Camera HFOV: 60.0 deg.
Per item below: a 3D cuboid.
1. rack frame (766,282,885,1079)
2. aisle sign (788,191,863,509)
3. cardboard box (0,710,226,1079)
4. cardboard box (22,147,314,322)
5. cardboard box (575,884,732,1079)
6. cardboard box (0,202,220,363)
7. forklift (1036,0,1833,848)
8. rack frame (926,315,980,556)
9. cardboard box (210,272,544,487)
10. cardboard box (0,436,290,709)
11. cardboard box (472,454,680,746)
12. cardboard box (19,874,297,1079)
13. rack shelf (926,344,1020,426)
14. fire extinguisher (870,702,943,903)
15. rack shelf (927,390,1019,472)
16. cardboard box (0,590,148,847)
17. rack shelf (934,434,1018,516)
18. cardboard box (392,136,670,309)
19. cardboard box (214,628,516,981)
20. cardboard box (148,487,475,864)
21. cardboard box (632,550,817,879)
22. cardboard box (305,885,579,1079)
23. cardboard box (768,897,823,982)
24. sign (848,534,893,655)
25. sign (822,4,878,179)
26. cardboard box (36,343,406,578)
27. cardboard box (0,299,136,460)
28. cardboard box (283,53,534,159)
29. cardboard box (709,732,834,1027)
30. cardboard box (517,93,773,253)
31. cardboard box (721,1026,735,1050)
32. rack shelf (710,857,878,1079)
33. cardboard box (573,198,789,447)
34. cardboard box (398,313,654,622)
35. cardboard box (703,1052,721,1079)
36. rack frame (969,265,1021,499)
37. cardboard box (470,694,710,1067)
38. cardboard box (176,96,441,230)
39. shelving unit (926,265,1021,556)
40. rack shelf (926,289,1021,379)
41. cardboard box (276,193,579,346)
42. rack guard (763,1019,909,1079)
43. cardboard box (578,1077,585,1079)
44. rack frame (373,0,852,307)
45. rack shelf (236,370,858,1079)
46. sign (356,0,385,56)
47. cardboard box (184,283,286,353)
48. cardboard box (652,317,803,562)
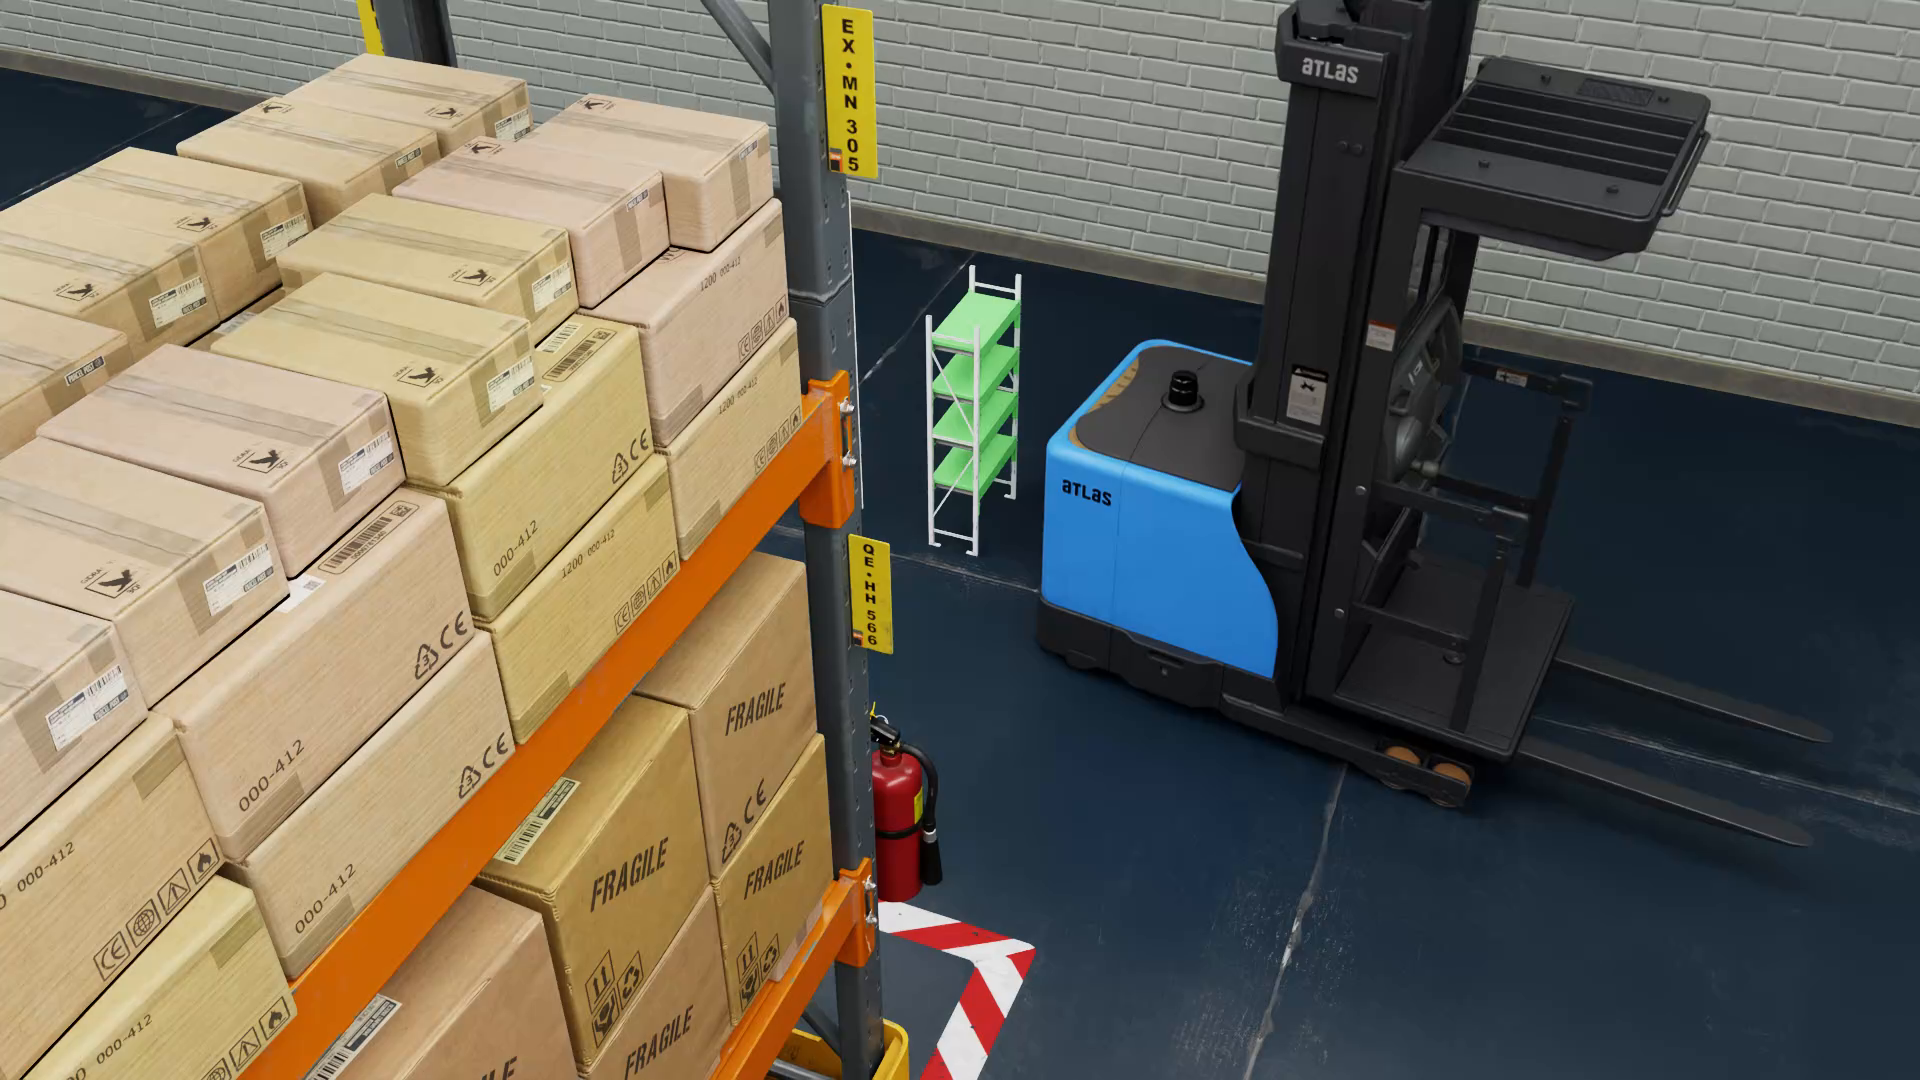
[{"bbox_3d":[-0.711,0.581,4.467,1.000,3.000,0.127,14,39,18],"label":"rack frame"},{"bbox_3d":[-0.406,-0.432,3.651,0.394,0.787,0.004,14,39,18],"label":"aisle sign"},{"bbox_3d":[-1.245,0.396,1.917,0.500,0.250,0.500,12,38,16],"label":"cardboard box"},{"bbox_3d":[-1.329,-0.522,2.812,0.380,0.149,0.250,14,39,18],"label":"cardboard box"},{"bbox_3d":[-0.845,1.013,3.557,0.500,0.500,0.500,13,39,17],"label":"cardboard box"},{"bbox_3d":[-1.422,-0.388,2.632,0.380,0.149,0.250,14,39,18],"label":"cardboard box"},{"bbox_3d":[1.864,-0.516,5.992,3.031,2.935,1.130,18,41,23],"label":"forklift"},{"bbox_3d":[-0.030,-0.437,7.333,0.240,1.200,0.015,14,39,18],"label":"rack frame"},{"bbox_3d":[-0.847,-0.242,2.437,0.380,0.149,0.250,14,39,18],"label":"cardboard box"},{"bbox_3d":[-1.082,0.033,2.070,0.380,0.149,0.250,15,39,19],"label":"cardboard box"},{"bbox_3d":[-0.827,0.036,2.816,0.500,0.250,0.500,14,39,18],"label":"cardboard box"},{"bbox_3d":[-1.212,0.606,2.053,0.500,0.250,0.500,16,40,20],"label":"cardboard box"},{"bbox_3d":[0.063,-0.713,7.408,0.258,0.148,0.480,14,39,18],"label":"rack shelf"},{"bbox_3d":[-0.188,0.727,4.648,0.296,0.674,0.183,14,39,18],"label":"fire extinguisher"},{"bbox_3d":[0.063,-0.521,7.552,0.258,0.148,0.480,14,39,18],"label":"rack shelf"},{"bbox_3d":[-1.172,0.178,1.876,0.380,0.149,0.250,13,39,16],"label":"cardboard box"},{"bbox_3d":[0.063,-0.329,7.695,0.258,0.148,0.480,14,39,18],"label":"rack shelf"},{"bbox_3d":[-0.730,-0.550,2.850,0.380,0.149,0.250,14,39,18],"label":"cardboard box"},{"bbox_3d":[-1.028,0.308,2.453,0.500,0.250,0.500,16,39,20],"label":"cardboard box"},{"bbox_3d":[-1.042,0.119,2.288,0.500,0.250,0.500,14,39,18],"label":"cardboard box"},{"bbox_3d":[-0.655,0.332,3.634,0.500,0.500,0.500,13,39,17],"label":"cardboard box"},{"bbox_3d":[-1.037,0.902,2.871,0.500,0.500,0.500,16,40,20],"label":"cardboard box"},{"bbox_3d":[-0.574,0.927,4.215,0.380,0.149,0.250,14,39,18],"label":"cardboard box"},{"bbox_3d":[-0.205,0.128,3.842,0.100,0.325,0.005,14,39,18],"label":"sign"},{"bbox_3d":[-0.205,-0.837,3.120,0.100,0.325,0.005,14,39,18],"label":"sign"},{"bbox_3d":[-1.000,-0.115,2.268,0.380,0.149,0.250,13,39,17],"label":"cardboard box"},{"bbox_3d":[-1.423,-0.221,2.409,0.380,0.149,0.250,15,39,19],"label":"cardboard box"},{"bbox_3d":[-1.045,-0.793,3.174,0.380,0.149,0.250,14,39,17],"label":"cardboard box"},{"bbox_3d":[-0.644,0.729,3.937,0.500,0.500,0.500,15,39,19],"label":"cardboard box"},{"bbox_3d":[-0.566,-0.669,3.009,0.380,0.149,0.250,14,39,17],"label":"cardboard box"},{"bbox_3d":[-0.703,1.056,4.042,0.380,0.149,0.250,14,39,18],"label":"cardboard box"},{"bbox_3d":[-1.472,1.977,3.201,1.077,0.370,4.000,14,39,18],"label":"rack shelf"},{"bbox_3d":[-0.651,-0.447,3.045,0.500,0.250,0.500,13,39,16],"label":"cardboard box"},{"bbox_3d":[-0.844,-0.164,2.666,0.500,0.250,0.500,13,39,17],"label":"cardboard box"},{"bbox_3d":[-0.784,1.198,3.851,0.380,0.149,0.250,13,39,17],"label":"cardboard box"},{"bbox_3d":[0.156,-0.707,7.694,0.240,1.200,0.015,14,39,18],"label":"rack frame"},{"bbox_3d":[-0.848,0.612,3.259,0.500,0.500,0.500,13,39,16],"label":"cardboard box"},{"bbox_3d":[-1.158,-0.656,2.991,0.380,0.149,0.250,15,39,20],"label":"cardboard box"},{"bbox_3d":[0.063,-0.572,7.513,0.258,1.200,0.503,14,39,18],"label":"shelving unit"},{"bbox_3d":[0.063,-0.906,7.264,0.258,0.148,0.480,14,39,18],"label":"rack shelf"},{"bbox_3d":[-0.847,-0.413,2.666,0.380,0.149,0.250,13,39,16],"label":"cardboard box"},{"bbox_3d":[-0.740,1.624,5.159,1.175,0.500,0.348,14,39,18],"label":"rack guard"},{"bbox_3d":[-1.029,1.296,3.178,0.500,0.500,0.500,14,39,18],"label":"cardboard box"},{"bbox_3d":[-0.711,-1.822,2.671,1.000,3.000,0.127,14,39,18],"label":"rack frame"},{"bbox_3d":[-1.472,0.775,2.303,1.077,0.370,4.000,14,39,18],"label":"rack shelf"},{"bbox_3d":[-1.213,-1.094,3.473,0.100,0.325,0.005,14,39,18],"label":"sign"},{"bbox_3d":[-1.316,-0.287,2.831,0.500,0.250,0.500,13,39,17],"label":"cardboard box"},{"bbox_3d":[-0.639,-0.248,3.196,0.500,0.250,0.500,13,39,17],"label":"cardboard box"}]
